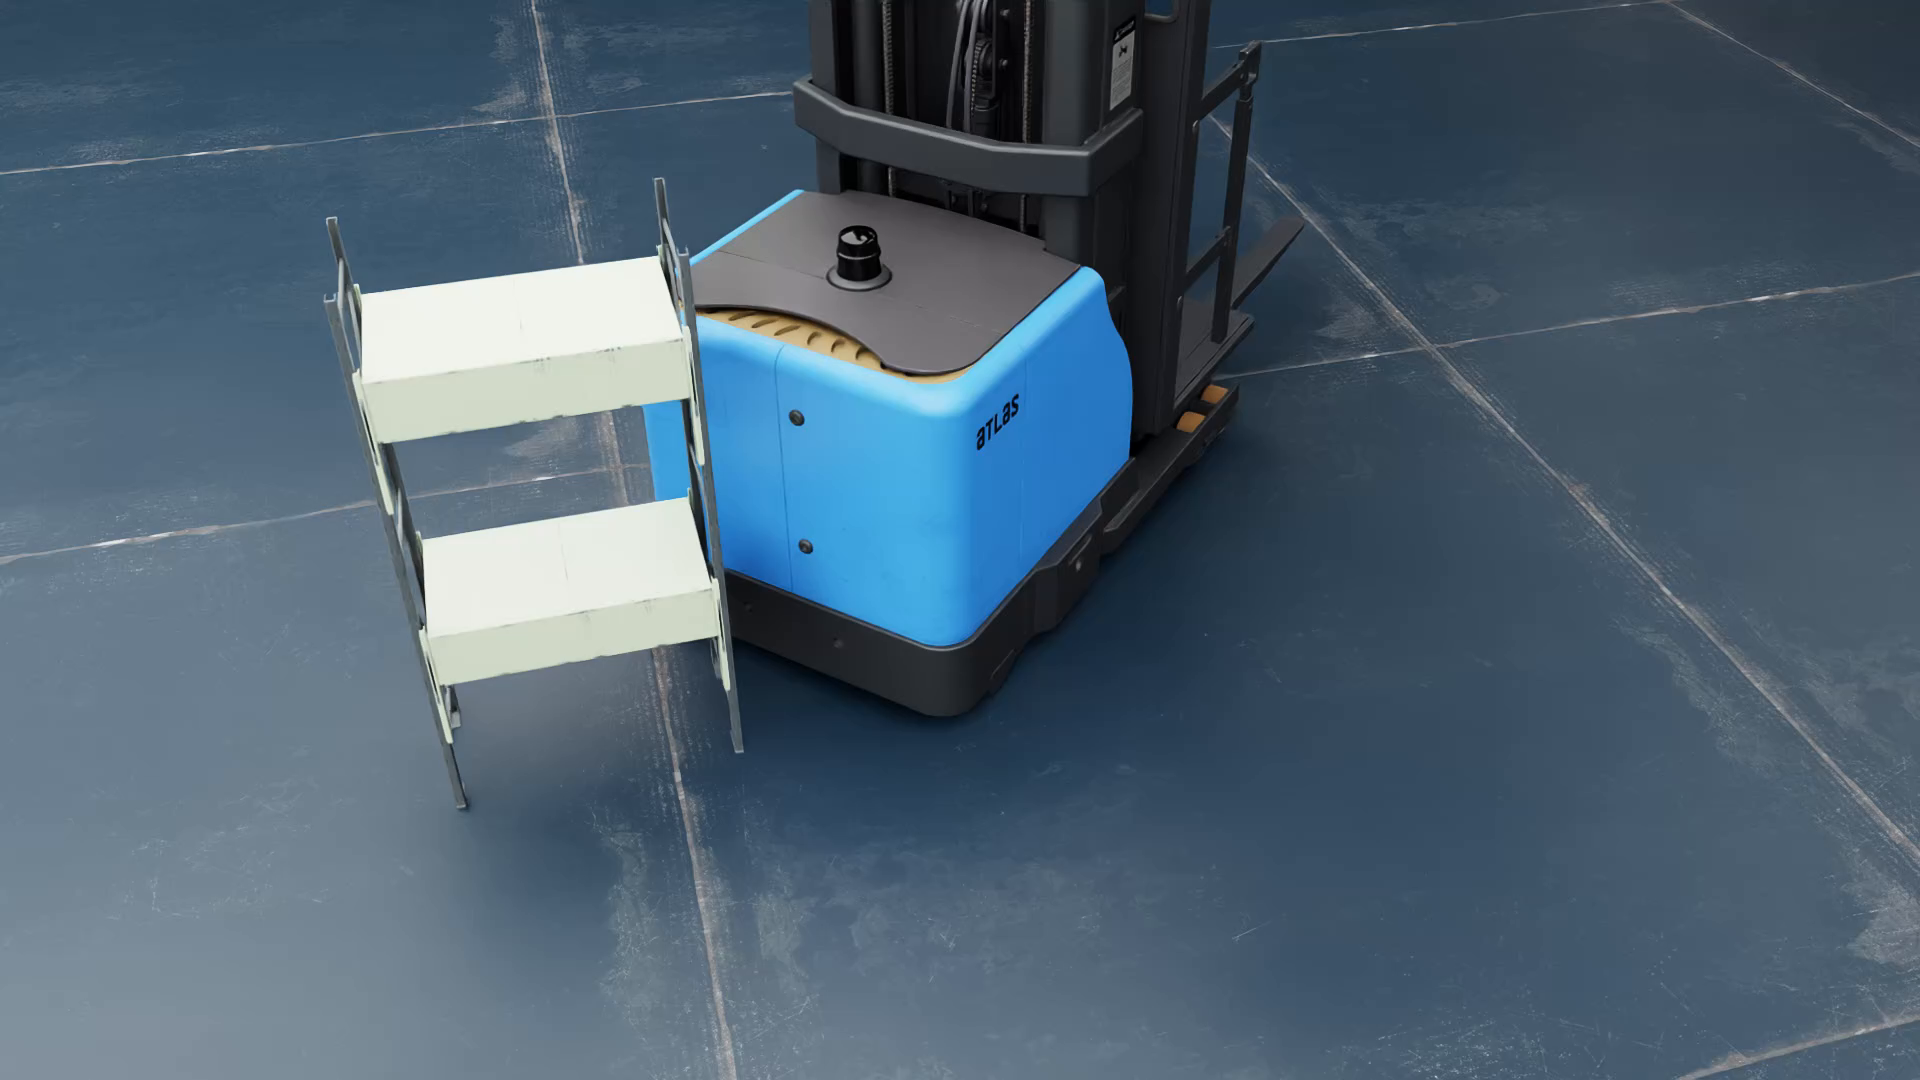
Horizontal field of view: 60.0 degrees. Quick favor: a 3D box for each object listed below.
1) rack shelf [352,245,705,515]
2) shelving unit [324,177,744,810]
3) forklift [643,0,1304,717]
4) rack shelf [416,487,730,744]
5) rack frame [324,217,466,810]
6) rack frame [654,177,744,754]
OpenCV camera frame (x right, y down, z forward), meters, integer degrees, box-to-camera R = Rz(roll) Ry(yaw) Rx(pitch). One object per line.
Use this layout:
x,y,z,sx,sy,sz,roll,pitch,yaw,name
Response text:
-1.002,-0.383,3.874,0.720,0.370,0.431,-10,39,-13,rack shelf
-1.002,-0.073,4.111,0.755,1.500,0.431,-10,39,-13,shelving unit
0.301,-1.558,4.875,1.130,2.935,3.031,20,42,24,forklift
-1.002,0.186,4.309,0.720,0.370,0.431,-10,39,-13,rack shelf
-1.353,-0.011,4.031,0.023,1.500,0.400,-10,39,-13,rack frame
-0.650,-0.135,4.192,0.023,1.500,0.400,-10,39,-13,rack frame
